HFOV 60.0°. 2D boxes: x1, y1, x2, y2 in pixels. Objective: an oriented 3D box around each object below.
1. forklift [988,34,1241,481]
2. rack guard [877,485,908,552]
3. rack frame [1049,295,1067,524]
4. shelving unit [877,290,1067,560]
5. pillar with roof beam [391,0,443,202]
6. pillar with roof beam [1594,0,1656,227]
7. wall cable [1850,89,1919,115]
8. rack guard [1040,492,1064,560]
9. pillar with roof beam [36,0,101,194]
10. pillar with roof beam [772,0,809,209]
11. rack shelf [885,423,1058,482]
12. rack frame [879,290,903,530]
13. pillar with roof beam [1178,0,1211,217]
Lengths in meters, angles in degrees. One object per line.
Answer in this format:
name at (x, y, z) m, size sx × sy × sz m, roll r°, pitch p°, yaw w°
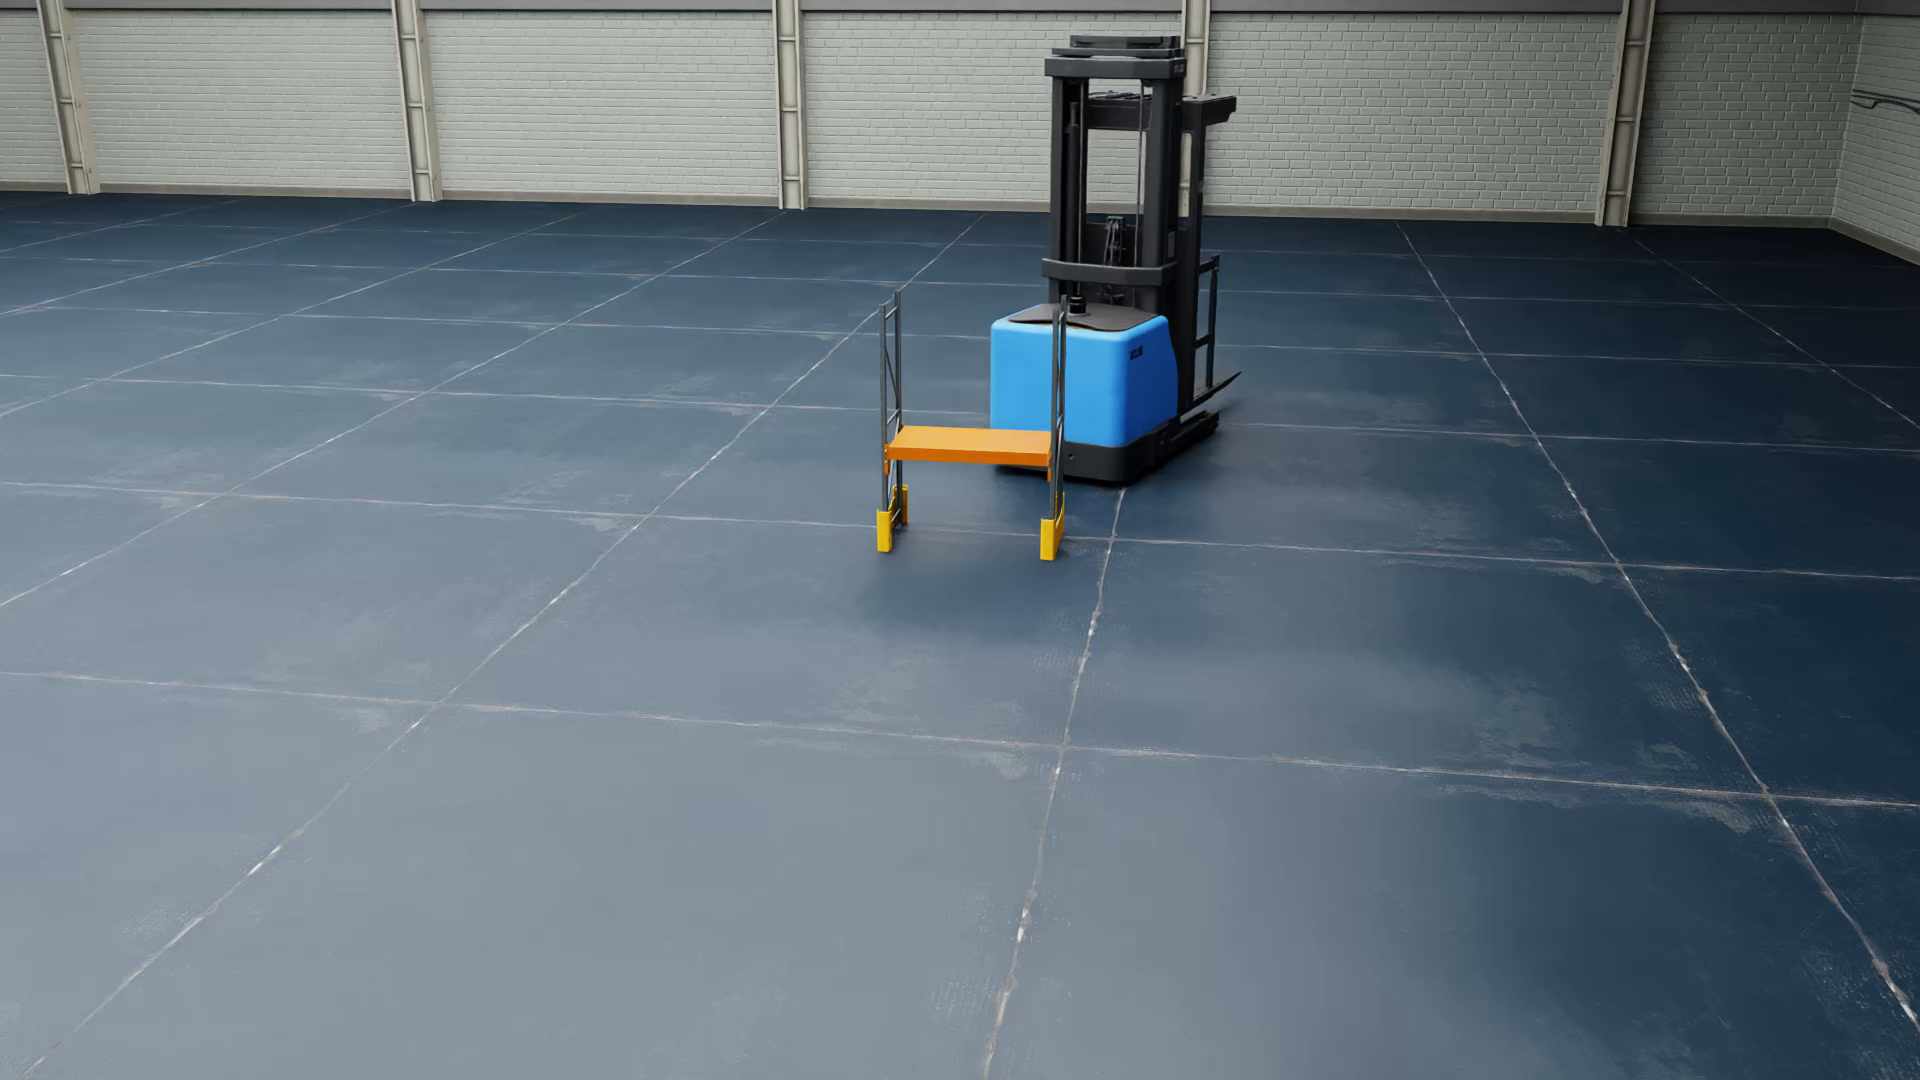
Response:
forklift at (1.332, -2.209, 12.287) m, size 1.130 × 2.935 × 3.031 m, roll 9°, pitch 21°, yaw 26°
rack guard at (-0.416, -0.140, 10.327) m, size 0.087 × 0.250 × 0.587 m, roll 3°, pitch 19°, yaw 9°
rack frame at (0.586, -0.681, 9.976) m, size 0.032 × 1.500 × 0.500 m, roll 3°, pitch 19°, yaw 9°
shelving unit at (0.075, -0.707, 10.054) m, size 1.083 × 1.500 × 0.587 m, roll 3°, pitch 19°, yaw 9°
pillar with roof beam at (-9.158, -8.328, 21.012) m, size 0.400 × 9.000 × 9.100 m, roll 3°, pitch 19°, yaw 9°
pillar with roof beam at (8.614, -7.422, 18.305) m, size 0.400 × 9.000 × 9.100 m, roll 3°, pitch 19°, yaw 9°
wall cable at (11.996, -6.736, 21.147) m, size 0.112 × 2.526 × 3.097 m, roll 3°, pitch 19°, yaw 9°
rack guard at (0.567, -0.090, 10.177) m, size 0.087 × 0.250 × 0.587 m, roll 3°, pitch 19°, yaw 9°
pillar with roof beam at (-15.082, -8.630, 21.915) m, size 0.400 × 9.000 × 9.100 m, roll 3°, pitch 19°, yaw 9°
pillar with roof beam at (-3.234, -8.026, 20.110) m, size 0.400 × 9.000 × 9.100 m, roll 3°, pitch 19°, yaw 9°
rack shelf at (0.084, -0.536, 10.109) m, size 1.000 × 0.185 × 0.538 m, roll 3°, pitch 19°, yaw 9°
rack frame at (-0.418, -0.733, 10.129) m, size 0.032 × 1.500 × 0.500 m, roll 3°, pitch 19°, yaw 9°
pillar with roof beam at (2.690, -7.724, 19.207) m, size 0.400 × 9.000 × 9.100 m, roll 3°, pitch 19°, yaw 9°
